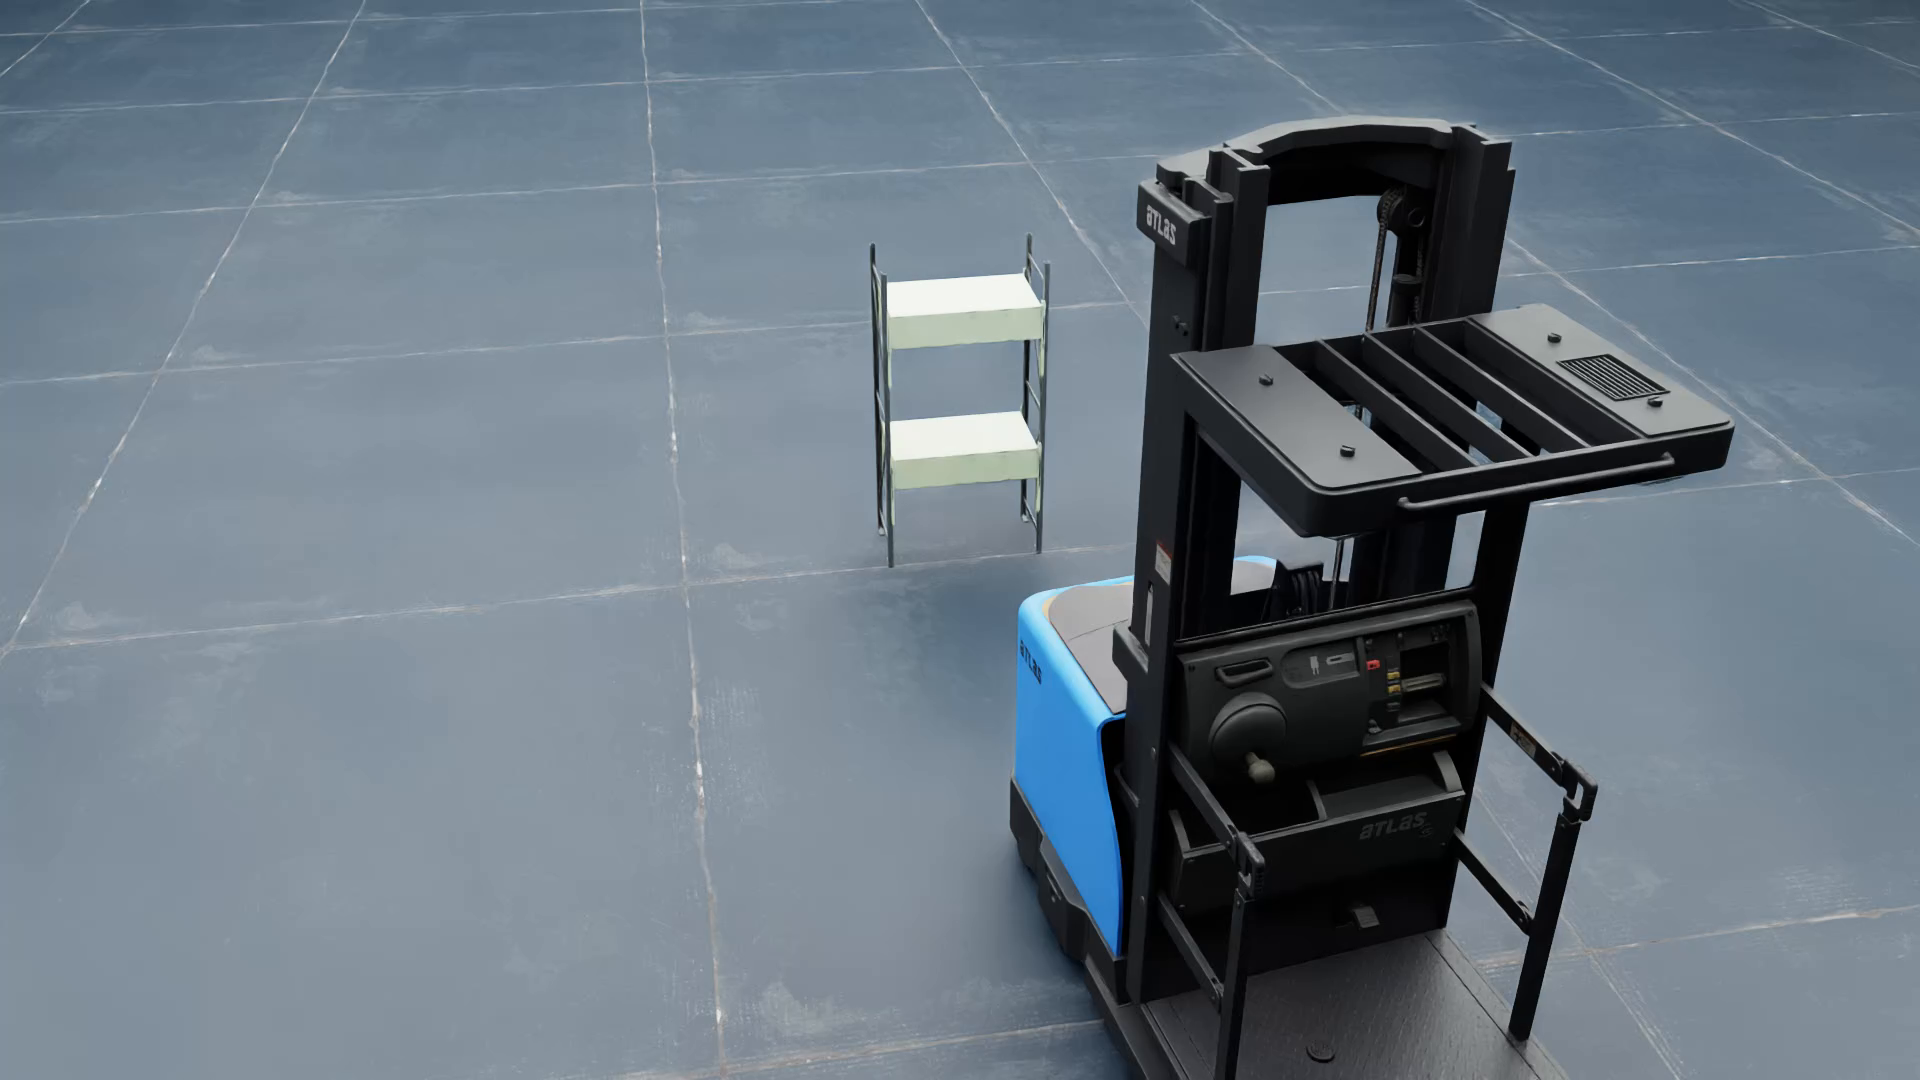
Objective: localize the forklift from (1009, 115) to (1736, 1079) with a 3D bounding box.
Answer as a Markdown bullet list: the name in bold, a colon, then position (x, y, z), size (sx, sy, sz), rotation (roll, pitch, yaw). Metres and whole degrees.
- **forklift**: position (1.129, 0.486, 4.533), size (1.130, 2.935, 3.031), rotation (-9, 32, -16)

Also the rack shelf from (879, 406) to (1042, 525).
- **rack shelf**: position (-0.007, -0.365, 8.034), size (0.720, 0.370, 0.431), rotation (-5, 31, -9)

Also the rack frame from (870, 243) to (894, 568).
- **rack frame**: position (-0.367, -0.612, 7.812), size (0.023, 1.500, 0.400), rotation (-5, 31, -9)

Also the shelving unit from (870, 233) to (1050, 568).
- **shelving unit**: position (-0.007, -0.646, 7.869), size (0.755, 1.500, 0.431), rotation (-5, 31, -9)

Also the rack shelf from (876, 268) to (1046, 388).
- **rack shelf**: position (-0.007, -0.982, 7.671), size (0.720, 0.370, 0.431), rotation (-5, 31, -9)

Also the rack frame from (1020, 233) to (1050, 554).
- **rack frame**: position (0.353, -0.679, 7.926), size (0.023, 1.500, 0.400), rotation (-5, 31, -9)
